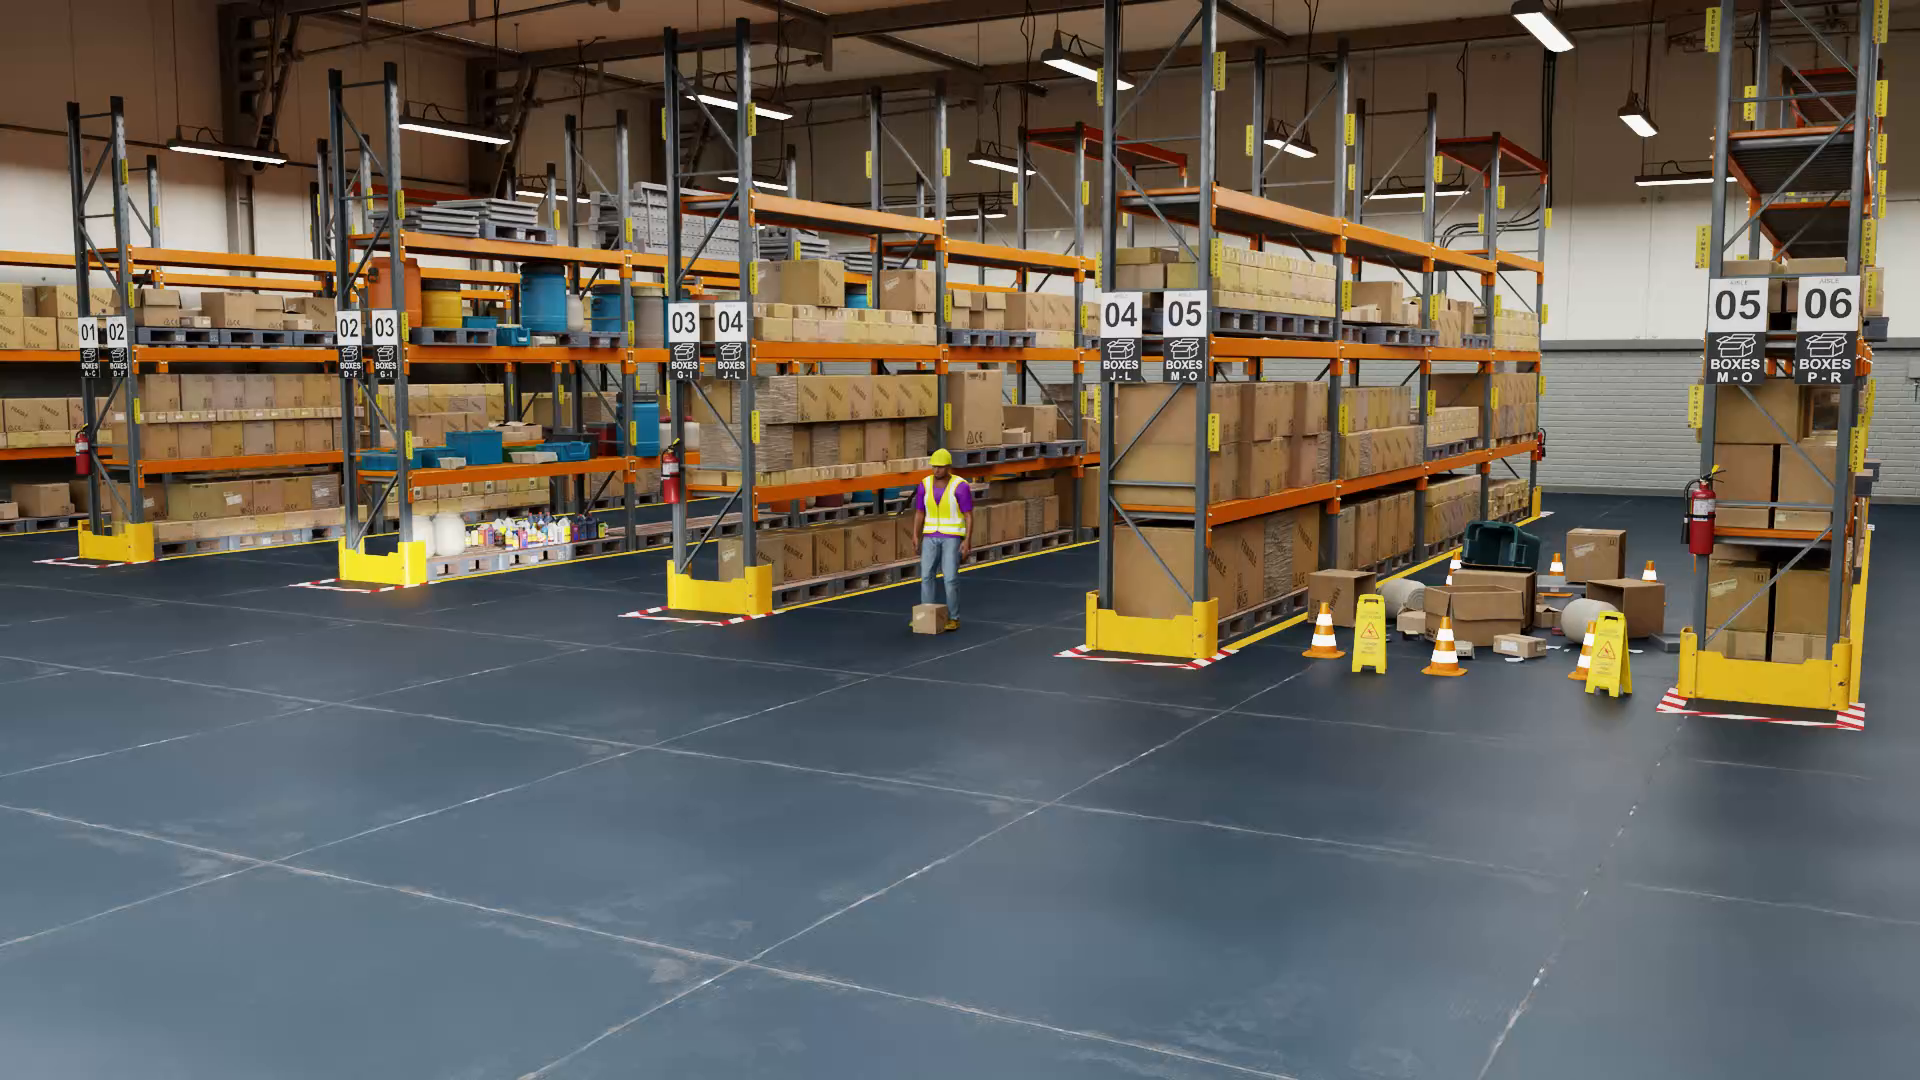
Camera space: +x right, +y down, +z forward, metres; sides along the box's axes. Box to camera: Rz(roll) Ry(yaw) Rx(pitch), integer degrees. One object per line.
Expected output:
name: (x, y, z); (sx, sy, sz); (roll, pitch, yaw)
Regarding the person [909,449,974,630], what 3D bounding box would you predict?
person: (-0.178, -0.011, 16.162); (0.633, 1.759, 0.462); (3, 7, 25)
